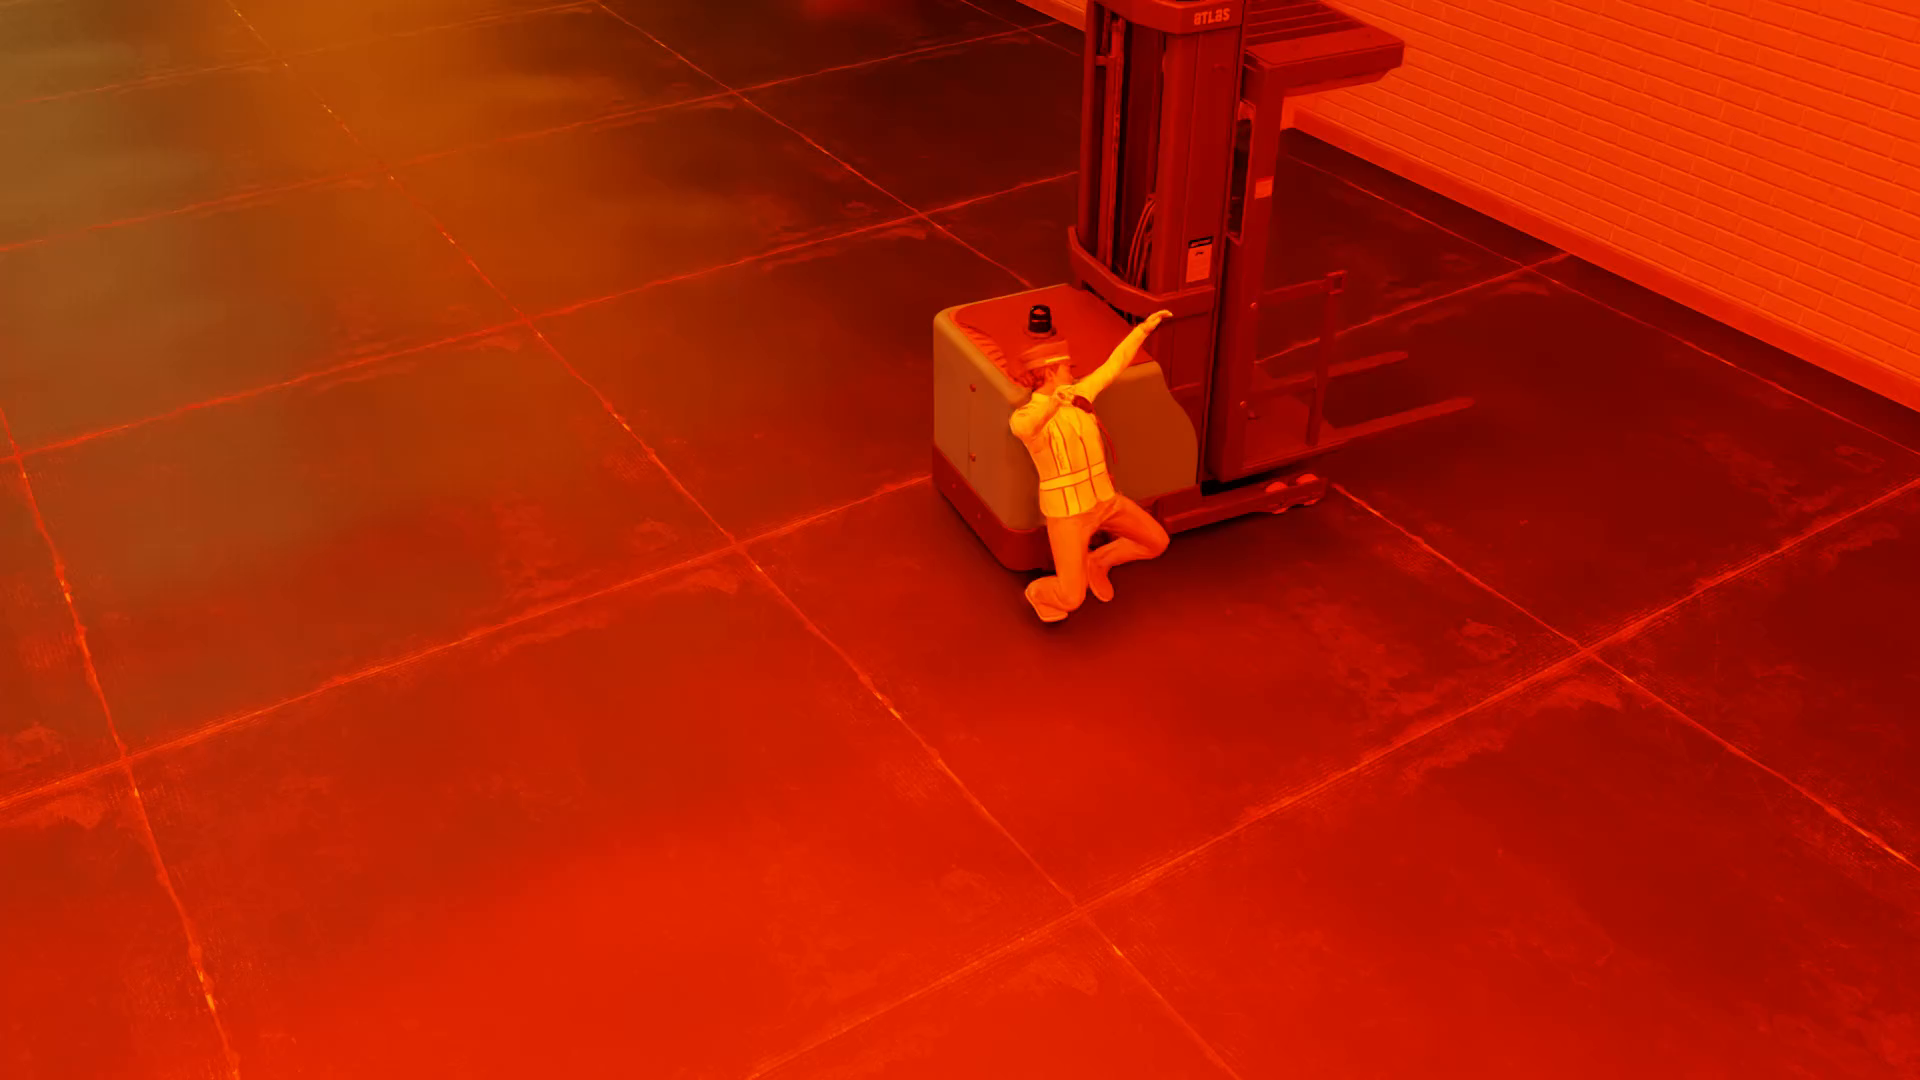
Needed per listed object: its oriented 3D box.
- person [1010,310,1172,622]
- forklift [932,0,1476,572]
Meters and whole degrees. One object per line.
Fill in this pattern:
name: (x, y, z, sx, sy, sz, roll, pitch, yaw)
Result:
person: (0.565, -0.301, 7.796, 0.882, 1.536, 0.759, -28, 44, -33)
forklift: (1.409, -1.601, 8.427, 3.031, 2.935, 1.130, -15, 38, -20)
